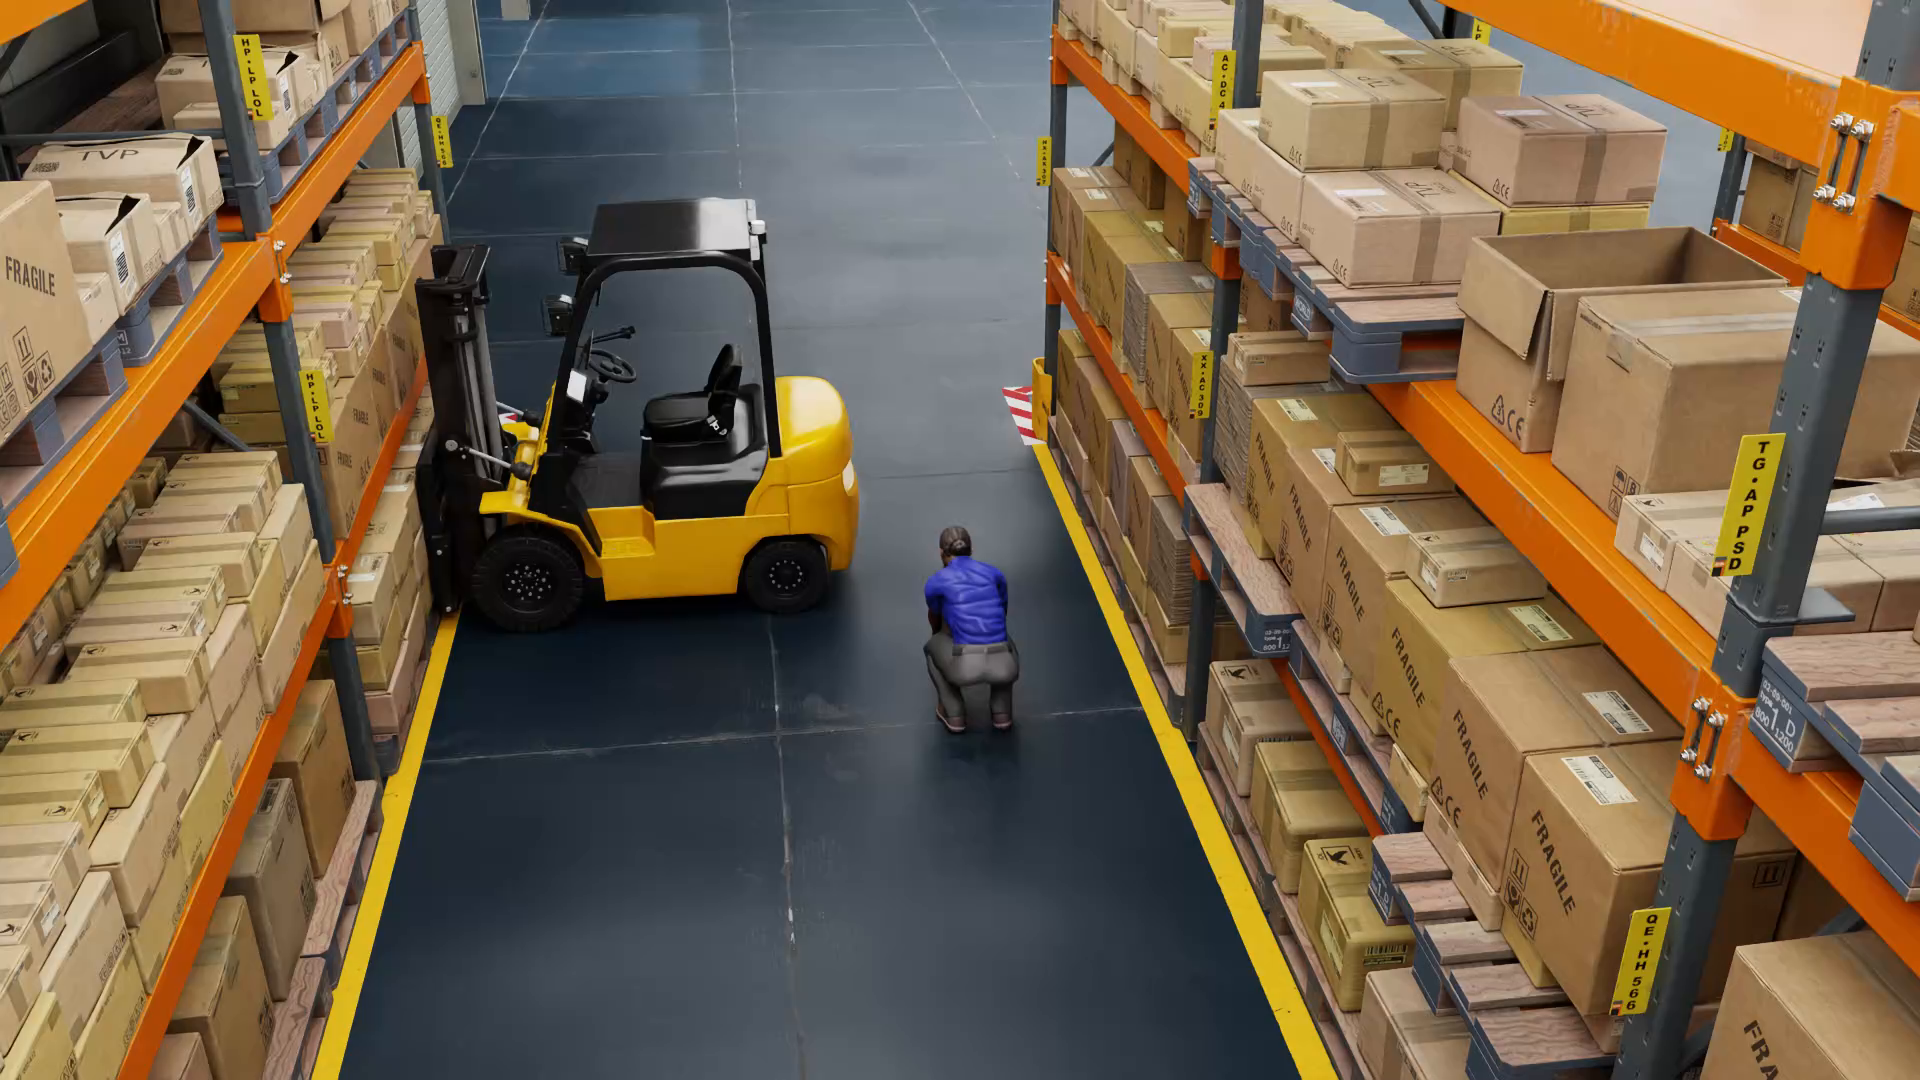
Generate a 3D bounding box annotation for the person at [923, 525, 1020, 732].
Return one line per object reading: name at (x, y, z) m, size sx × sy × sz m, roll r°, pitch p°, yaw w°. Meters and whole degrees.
person at (0.053, 0.442, 8.573) m, size 0.470 × 0.937 × 0.843 m, roll -4°, pitch 28°, yaw -8°
